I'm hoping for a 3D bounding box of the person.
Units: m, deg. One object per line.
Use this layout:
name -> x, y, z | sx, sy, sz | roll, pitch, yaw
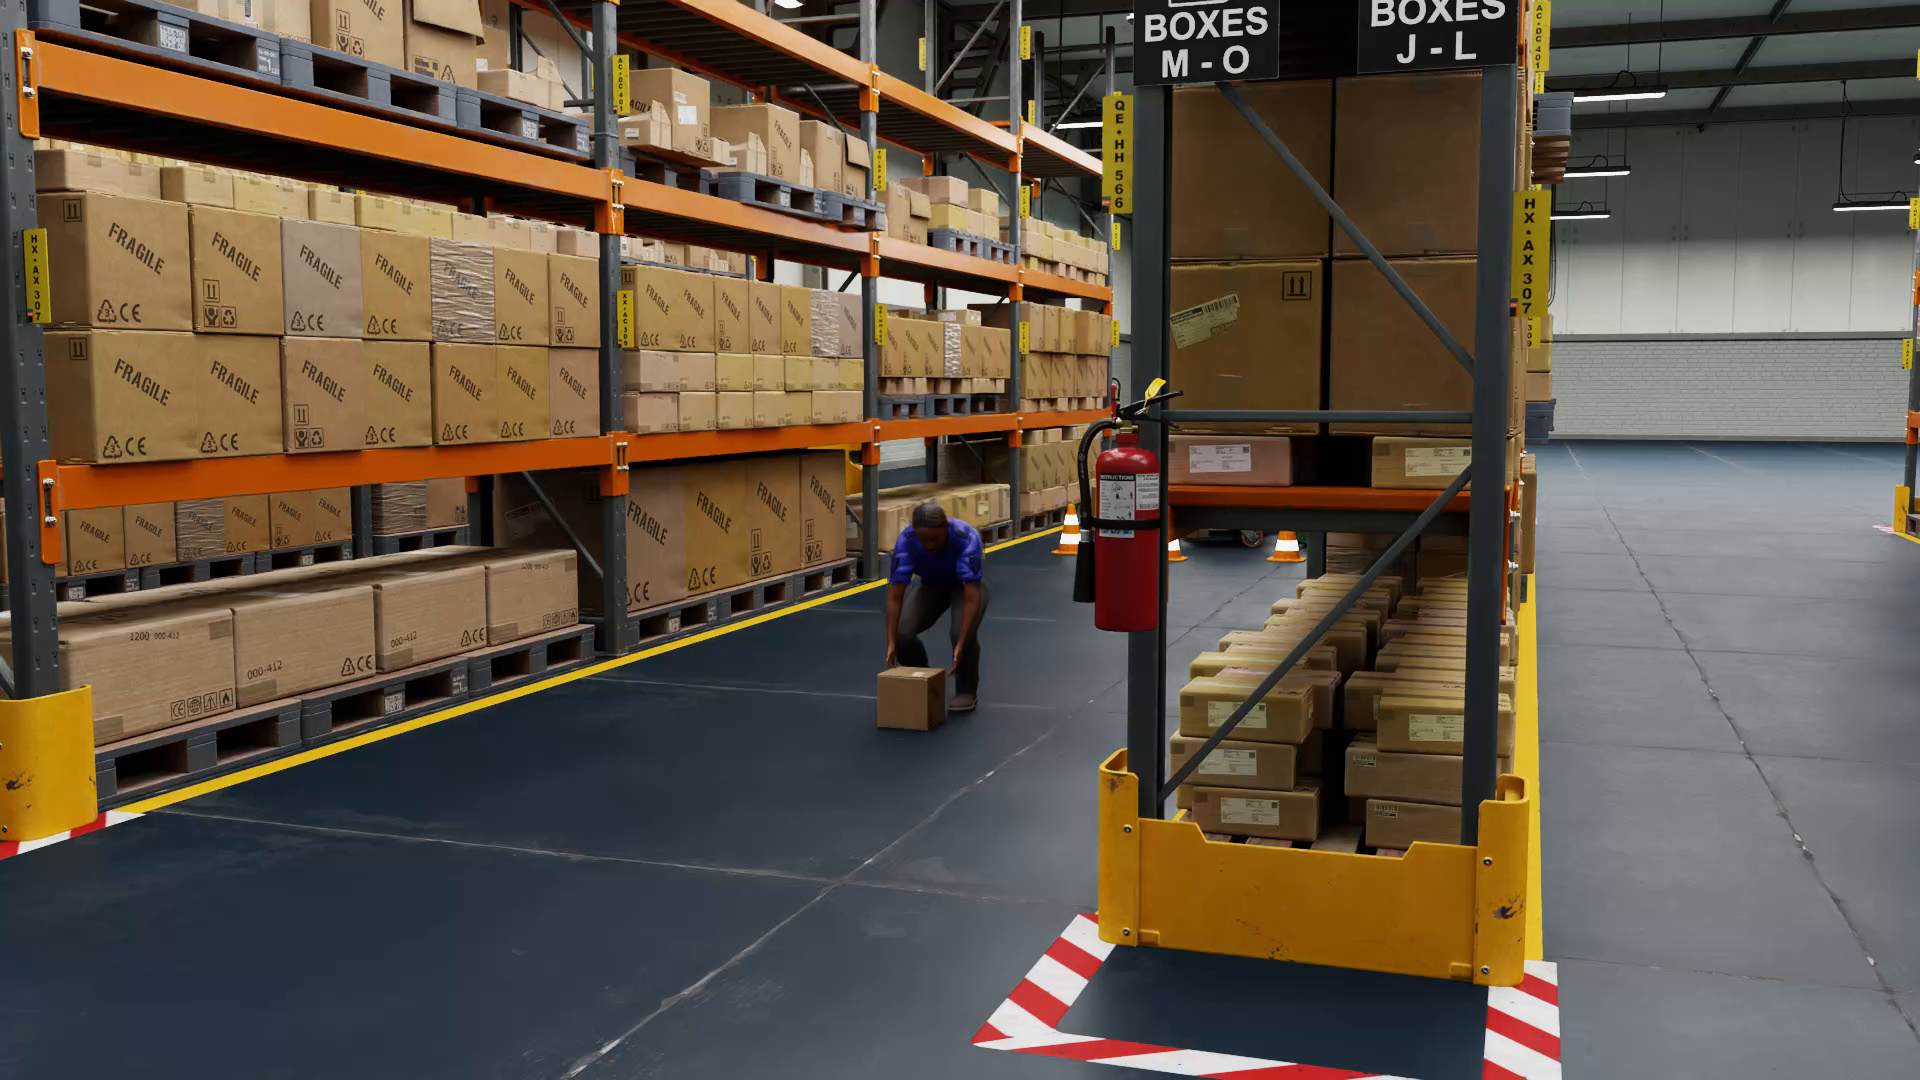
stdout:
person -> -0.086, 0.343, 8.172 | 0.491, 1.001, 0.775 | 2, 6, 18
